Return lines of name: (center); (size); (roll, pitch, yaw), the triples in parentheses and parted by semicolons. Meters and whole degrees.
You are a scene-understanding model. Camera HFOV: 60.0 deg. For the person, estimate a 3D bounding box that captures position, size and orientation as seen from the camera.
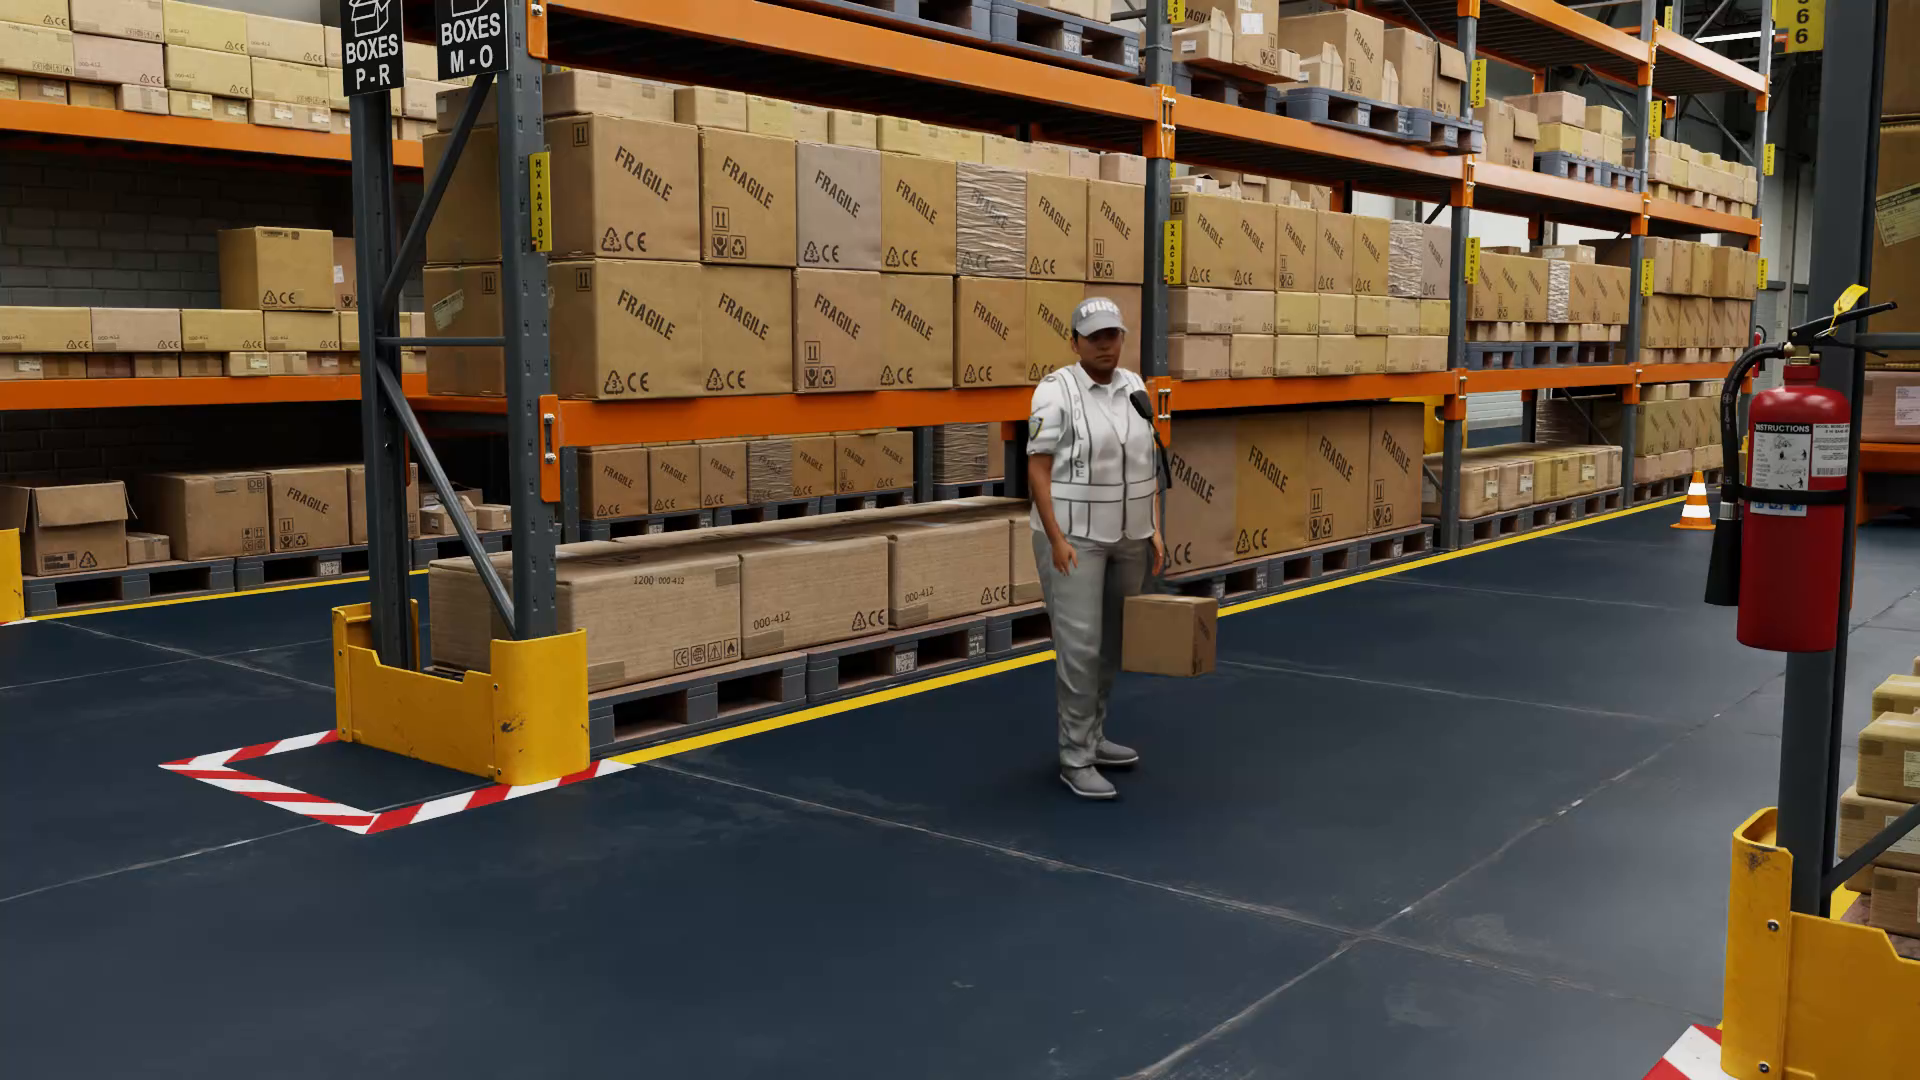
person: (0.466, 0.005, 5.688); (0.502, 1.657, 0.553); (-4, 8, -31)
